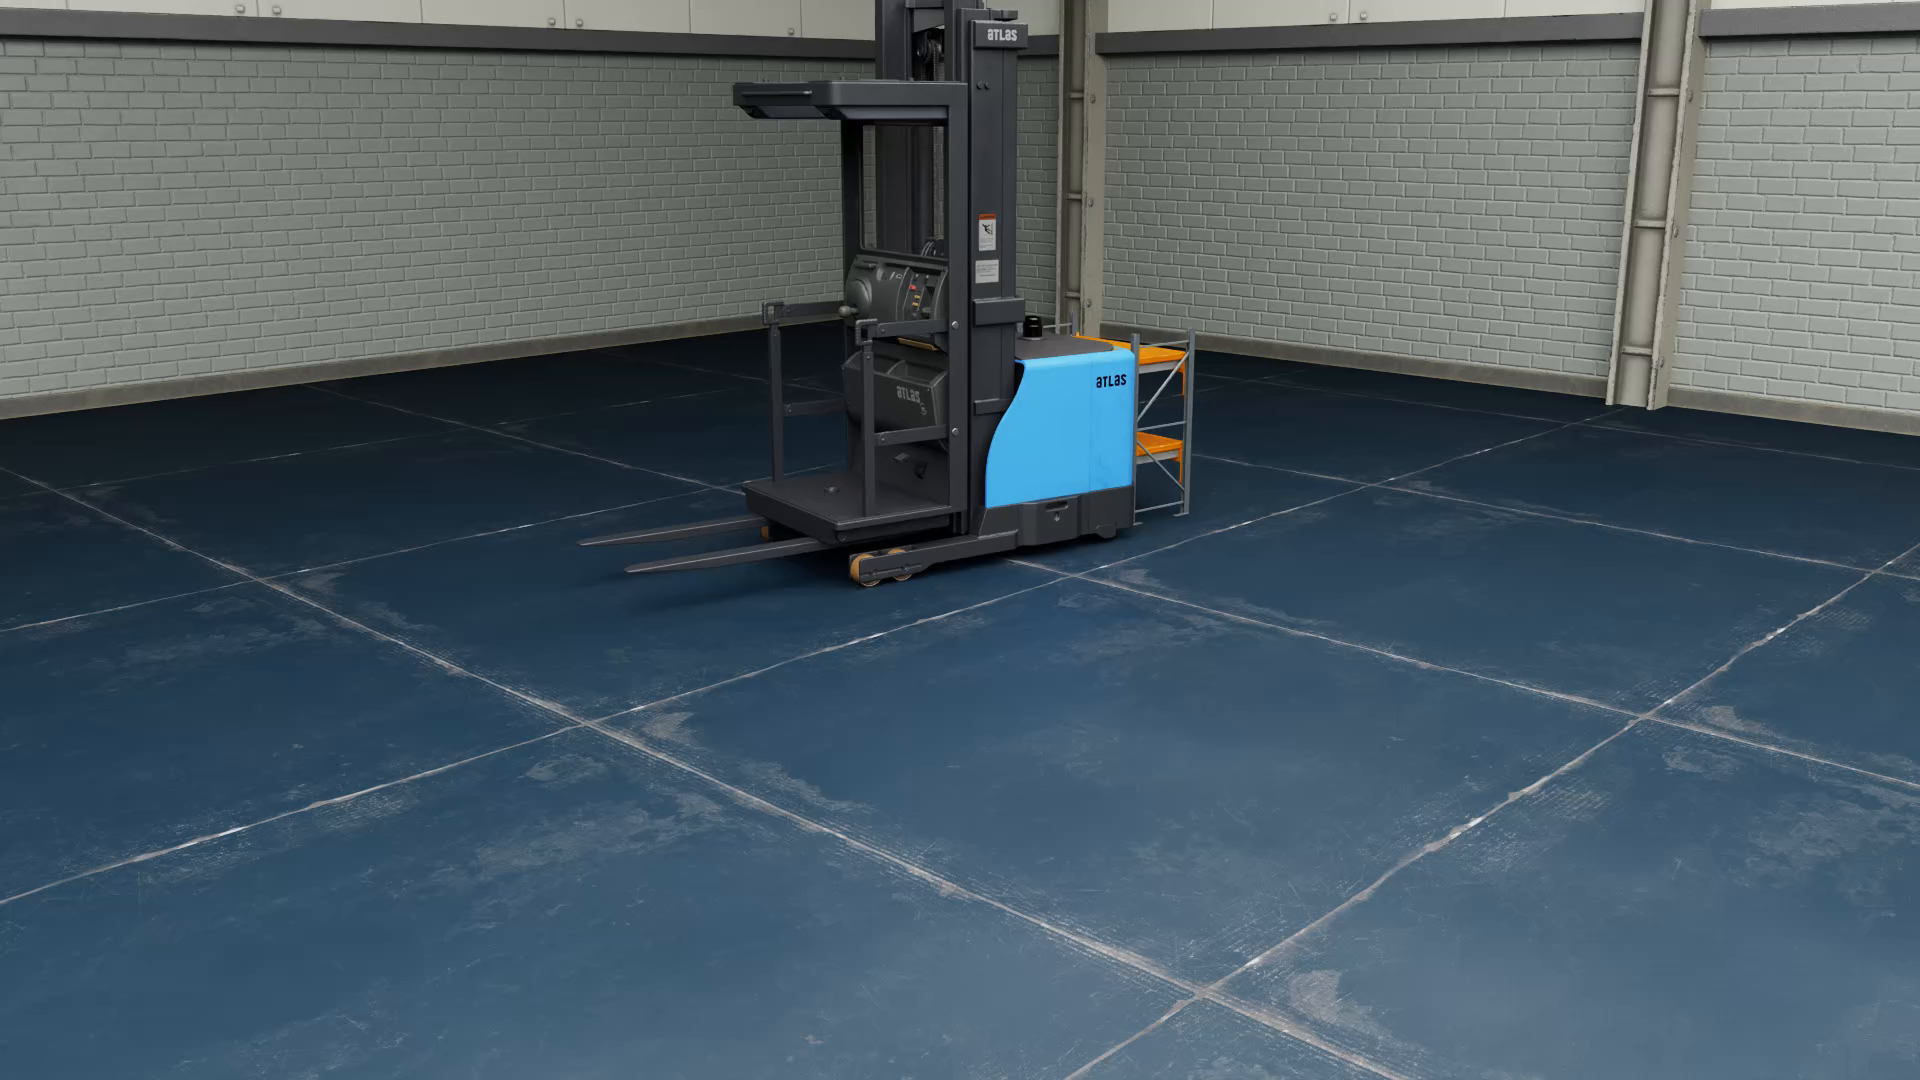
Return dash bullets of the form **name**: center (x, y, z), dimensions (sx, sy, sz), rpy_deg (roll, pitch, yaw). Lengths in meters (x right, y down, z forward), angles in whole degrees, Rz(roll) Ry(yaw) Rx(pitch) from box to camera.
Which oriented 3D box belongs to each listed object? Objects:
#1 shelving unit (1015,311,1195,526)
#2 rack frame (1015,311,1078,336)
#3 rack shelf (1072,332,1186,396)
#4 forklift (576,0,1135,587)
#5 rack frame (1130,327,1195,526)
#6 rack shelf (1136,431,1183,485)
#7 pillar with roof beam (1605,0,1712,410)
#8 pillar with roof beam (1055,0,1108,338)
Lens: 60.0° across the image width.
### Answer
- **shelving unit**: center (0.859, -0.765, 10.137), dimensions (0.538, 1.125, 1.048), rpy_deg (-11, 18, -37)
- **rack frame**: center (0.540, -0.865, 10.520), dimensions (0.500, 1.125, 0.032), rpy_deg (-11, 18, -37)
- **rack shelf**: center (0.859, -1.048, 10.063), dimensions (0.538, 0.278, 1.000), rpy_deg (-11, 18, -37)
- **forklift**: center (-0.518, -1.331, 8.728), dimensions (3.031, 2.935, 1.130), rpy_deg (-10, 17, -33)
- **rack frame**: center (1.177, -0.665, 9.753), dimensions (0.500, 1.125, 0.032), rpy_deg (-11, 18, -37)
- **rack shelf**: center (0.858, -0.528, 10.198), dimensions (0.538, 0.278, 1.000), rpy_deg (-11, 18, -37)
- **pillar with roof beam**: center (2.591, -4.689, 9.581), dimensions (0.400, 9.000, 9.100), rpy_deg (14, 20, 42)
- **pillar with roof beam**: center (-1.728, -5.739, 13.611), dimensions (0.400, 9.000, 9.100), rpy_deg (14, 20, 42)
